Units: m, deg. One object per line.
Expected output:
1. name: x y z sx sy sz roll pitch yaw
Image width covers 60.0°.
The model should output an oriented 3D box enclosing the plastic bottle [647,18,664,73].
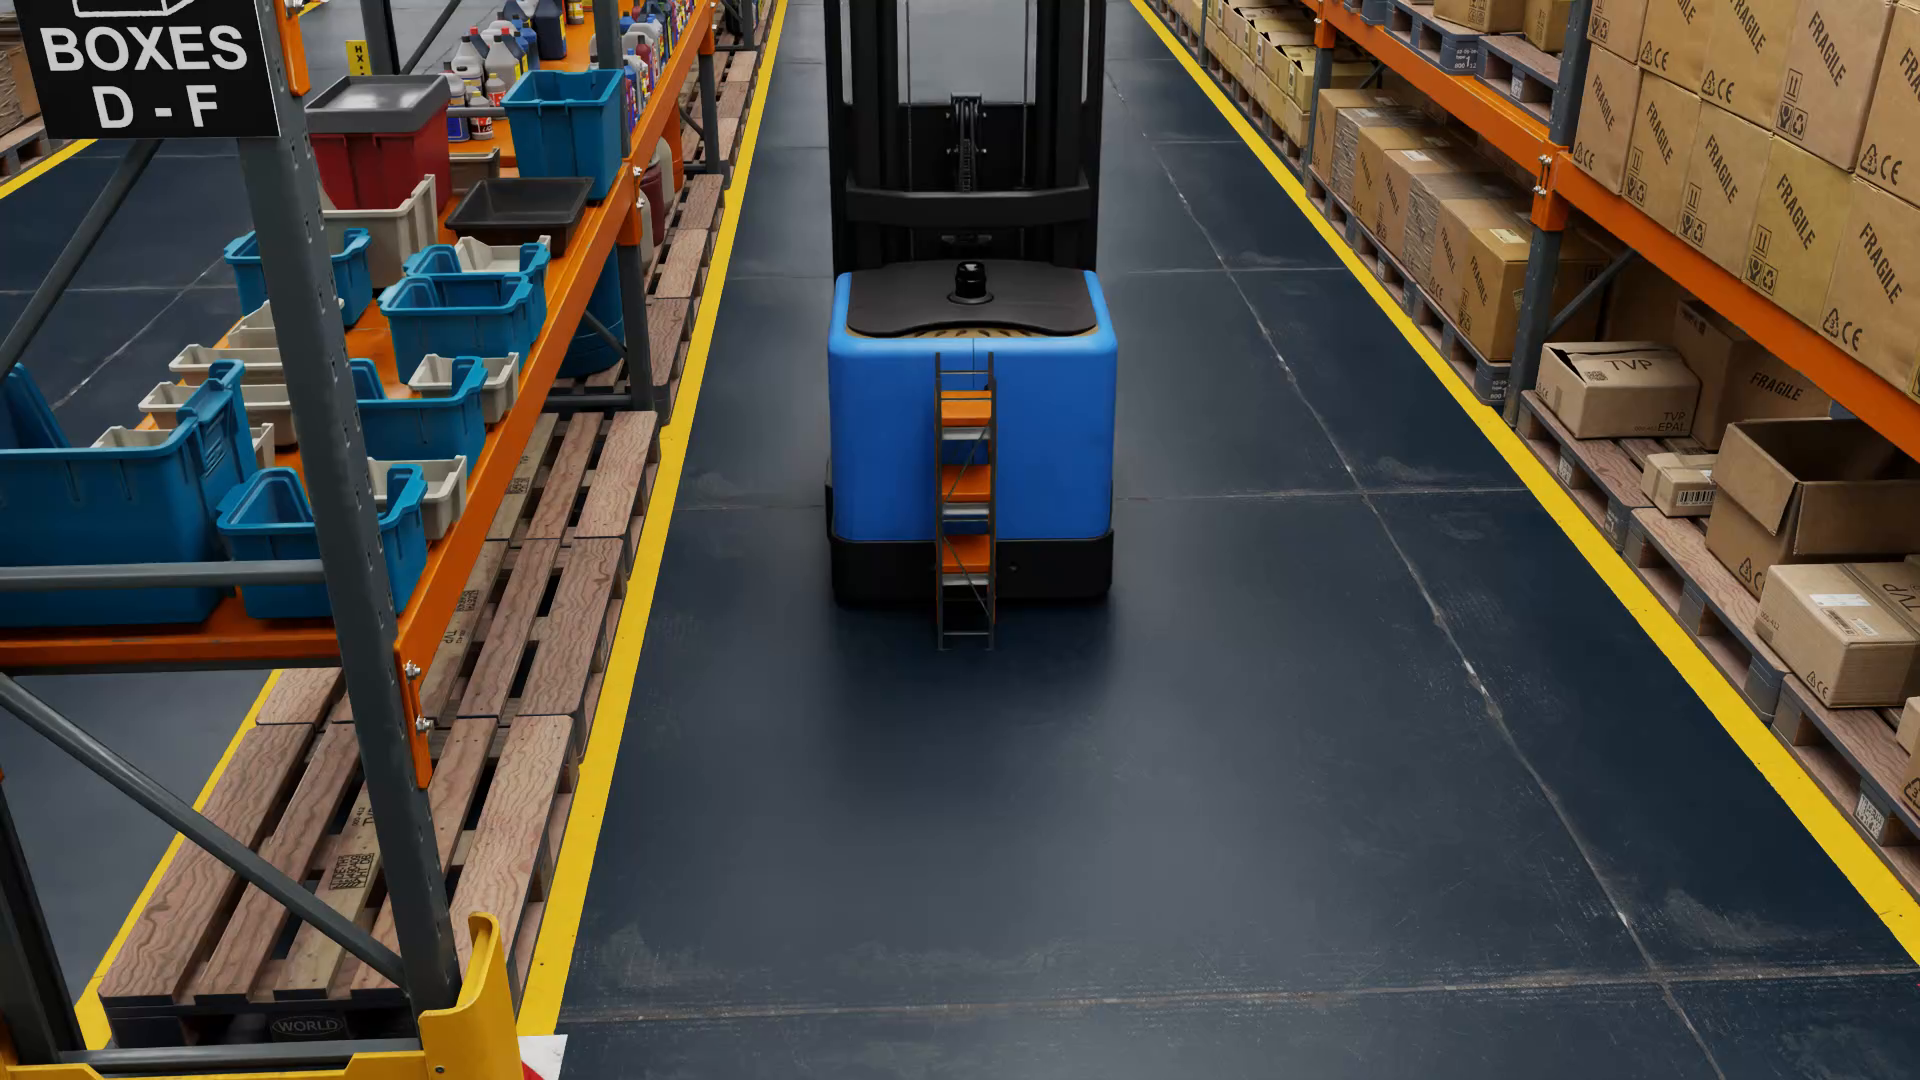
1. plastic bottle: -1.571 -2.522 8.480 0.097 0.271 0.097 0 28 0

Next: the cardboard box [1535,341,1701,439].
1. cardboard box: 2.865 -0.688 7.258 0.500 0.311 0.500 -1 28 -3

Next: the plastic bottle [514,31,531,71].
1. plastic bottle: -2.160 -2.359 8.169 0.097 0.271 0.097 0 28 0

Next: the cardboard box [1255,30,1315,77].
1. cardboard box: 2.520 -3.657 12.430 0.500 0.311 0.500 -2 28 -3

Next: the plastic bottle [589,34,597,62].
1. plastic bottle: -1.732 -2.359 8.163 0.152 0.276 0.135 -1 28 -3

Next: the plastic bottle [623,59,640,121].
1. plastic bottle: -1.517 -2.049 7.574 0.097 0.271 0.097 0 28 0

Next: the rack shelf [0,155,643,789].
1. rack shelf: -1.783 -0.524 5.289 1.077 0.370 4.000 -1 28 -3

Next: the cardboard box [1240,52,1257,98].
1. cardboard box: 2.496 -3.644 13.012 0.500 0.250 0.500 -1 28 -2

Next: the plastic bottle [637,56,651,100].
1. plastic bottle: -1.540 -2.215 7.968 0.097 0.201 0.097 0 28 0

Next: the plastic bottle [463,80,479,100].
1. plastic bottle: -2.211 -1.969 7.496 0.097 0.201 0.097 0 28 0

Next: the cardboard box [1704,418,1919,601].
1. cardboard box: 3.162 -0.105 5.932 0.797 0.503 0.637 -1 28 -3

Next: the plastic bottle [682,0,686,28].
1. plastic bottle: -1.635 -3.054 9.577 0.097 0.201 0.097 0 28 0

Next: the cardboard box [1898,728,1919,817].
1. cardboard box: 2.993 0.631 4.524 0.500 0.500 0.500 -1 28 -3

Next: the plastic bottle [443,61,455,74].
1. plastic bottle: -2.289 -1.995 7.457 0.061 0.283 0.133 -1 28 -3

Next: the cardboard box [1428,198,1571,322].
1. cardboard box: 2.729 -1.421 8.458 0.500 0.500 0.500 -1 28 -2

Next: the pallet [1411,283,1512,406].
1. pallet: 2.979 -1.023 8.483 1.003 0.211 1.213 -1 28 -3

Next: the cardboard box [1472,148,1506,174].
1. cardboard box: 3.194 -1.911 9.398 0.500 0.500 0.500 -2 28 -5

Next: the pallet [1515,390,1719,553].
1. pallet: 3.094 -0.331 7.157 1.003 0.211 1.213 -1 28 -3

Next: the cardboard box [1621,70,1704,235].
1. cardboard box: 2.843 -1.451 6.180 0.500 0.500 0.500 -1 28 -2

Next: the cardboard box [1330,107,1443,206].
1. cardboard box: 2.621 -2.360 10.258 0.500 0.500 0.500 -2 28 -5

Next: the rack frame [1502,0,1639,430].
1. rack frame: 3.059 -1.885 7.120 1.000 3.000 0.127 -1 28 -3

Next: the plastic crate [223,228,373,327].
1. plastic crate: -2.042 -0.814 5.183 0.416 0.233 0.300 -1 28 -3

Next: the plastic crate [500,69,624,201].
1. plastic crate: -1.523 -1.579 6.486 0.392 0.384 0.575 -1 28 -3

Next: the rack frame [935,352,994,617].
1. rack frame: 0.015 -0.180 5.960 0.200 1.050 0.008 -1 28 -1

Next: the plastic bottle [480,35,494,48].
1. plastic bottle: -2.277 -2.288 8.026 0.152 0.276 0.135 -1 28 -3

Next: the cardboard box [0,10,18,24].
1. cardboard box: -7.235 -3.924 13.256 0.700 0.500 0.500 -2 28 -3

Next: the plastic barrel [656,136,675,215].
1. plastic barrel: -1.935 -2.213 9.986 0.421 0.512 0.421 0 28 0

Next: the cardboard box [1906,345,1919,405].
1. cardboard box: 2.942 -0.521 4.398 0.500 0.500 0.500 -1 28 -2

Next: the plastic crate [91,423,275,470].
1. plastic crate: -1.902 -0.201 4.113 0.396 0.136 0.243 -1 28 -3

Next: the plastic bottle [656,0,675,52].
1. plastic bottle: -1.623 -2.813 8.954 0.144 0.351 0.185 -1 28 -3

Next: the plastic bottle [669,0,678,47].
1. plastic bottle: -1.590 -2.858 9.112 0.061 0.283 0.133 -1 28 -3

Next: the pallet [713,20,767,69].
1. pallet: -2.299 -4.536 15.219 1.003 0.211 1.213 -1 28 -3

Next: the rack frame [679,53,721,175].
1. rack frame: -2.097 -3.614 10.436 1.000 3.000 0.127 -1 28 -3

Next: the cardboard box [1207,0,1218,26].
1. cardboard box: 2.414 -4.598 14.235 0.500 0.311 0.500 -1 28 -2

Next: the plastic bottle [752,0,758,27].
1. plastic bottle: -1.933 -4.865 15.222 0.144 0.351 0.185 -1 28 -1

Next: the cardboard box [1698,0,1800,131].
1. cardboard box: 2.856 -1.672 5.523 0.500 0.500 0.500 -2 28 -4

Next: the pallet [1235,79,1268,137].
1. pallet: 2.785 -3.439 13.115 1.003 0.211 1.213 -1 28 -3

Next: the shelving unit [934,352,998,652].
1. shelving unit: 0.018 -0.124 5.852 0.215 1.050 0.252 -1 28 -1

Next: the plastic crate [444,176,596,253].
1. plastic crate: -1.561 -1.161 5.965 0.437 0.125 0.590 -1 28 -3

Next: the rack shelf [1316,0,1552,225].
1. rack shelf: 2.954 -2.489 9.057 1.077 0.370 4.000 -1 28 -3

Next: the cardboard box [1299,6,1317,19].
1. cardboard box: 3.006 -4.144 13.365 0.500 0.311 0.500 -1 28 -3

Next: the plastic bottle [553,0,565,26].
1. plastic bottle: -2.333 -3.083 9.556 0.097 0.271 0.097 0 28 0

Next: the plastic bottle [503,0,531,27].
1. plastic bottle: -2.320 -2.670 8.679 0.144 0.351 0.185 -1 28 -3

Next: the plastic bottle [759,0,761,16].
1. plastic bottle: -1.965 -5.148 15.766 0.144 0.351 0.185 -2 28 -3

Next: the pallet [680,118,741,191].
1. pallet: -2.098 -2.736 11.768 1.003 0.211 1.213 -1 28 -3

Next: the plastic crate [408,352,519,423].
1. plastic crate: -1.333 -0.415 4.521 0.250 0.136 0.298 -1 28 -3

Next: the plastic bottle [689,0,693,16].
1. plastic bottle: -1.638 -3.279 9.920 0.061 0.283 0.133 -1 28 -3

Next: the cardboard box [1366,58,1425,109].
1. cardboard box: 3.116 -3.197 11.548 0.500 0.311 0.500 0 28 -1

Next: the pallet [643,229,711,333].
1. pallet: -1.953 -1.452 9.307 1.003 0.211 1.213 -1 28 -3

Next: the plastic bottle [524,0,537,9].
1. plastic bottle: -2.370 -2.868 9.145 0.097 0.271 0.097 0 28 0

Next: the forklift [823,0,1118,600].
1. forklift: 0.012 -1.718 6.875 1.130 2.935 3.031 -1 28 -1

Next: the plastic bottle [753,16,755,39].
1. plastic bottle: -1.884 -4.604 14.809 0.097 0.271 0.097 0 28 0

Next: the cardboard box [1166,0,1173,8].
1. cardboard box: 2.315 -5.448 16.470 0.500 0.250 0.500 -1 28 -3

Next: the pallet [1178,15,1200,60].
1. pallet: 2.641 -4.711 15.554 1.003 0.211 1.213 -1 28 -3

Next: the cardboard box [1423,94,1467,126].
1. cardboard box: 3.140 -2.699 10.098 0.500 0.250 0.500 0 28 -1
